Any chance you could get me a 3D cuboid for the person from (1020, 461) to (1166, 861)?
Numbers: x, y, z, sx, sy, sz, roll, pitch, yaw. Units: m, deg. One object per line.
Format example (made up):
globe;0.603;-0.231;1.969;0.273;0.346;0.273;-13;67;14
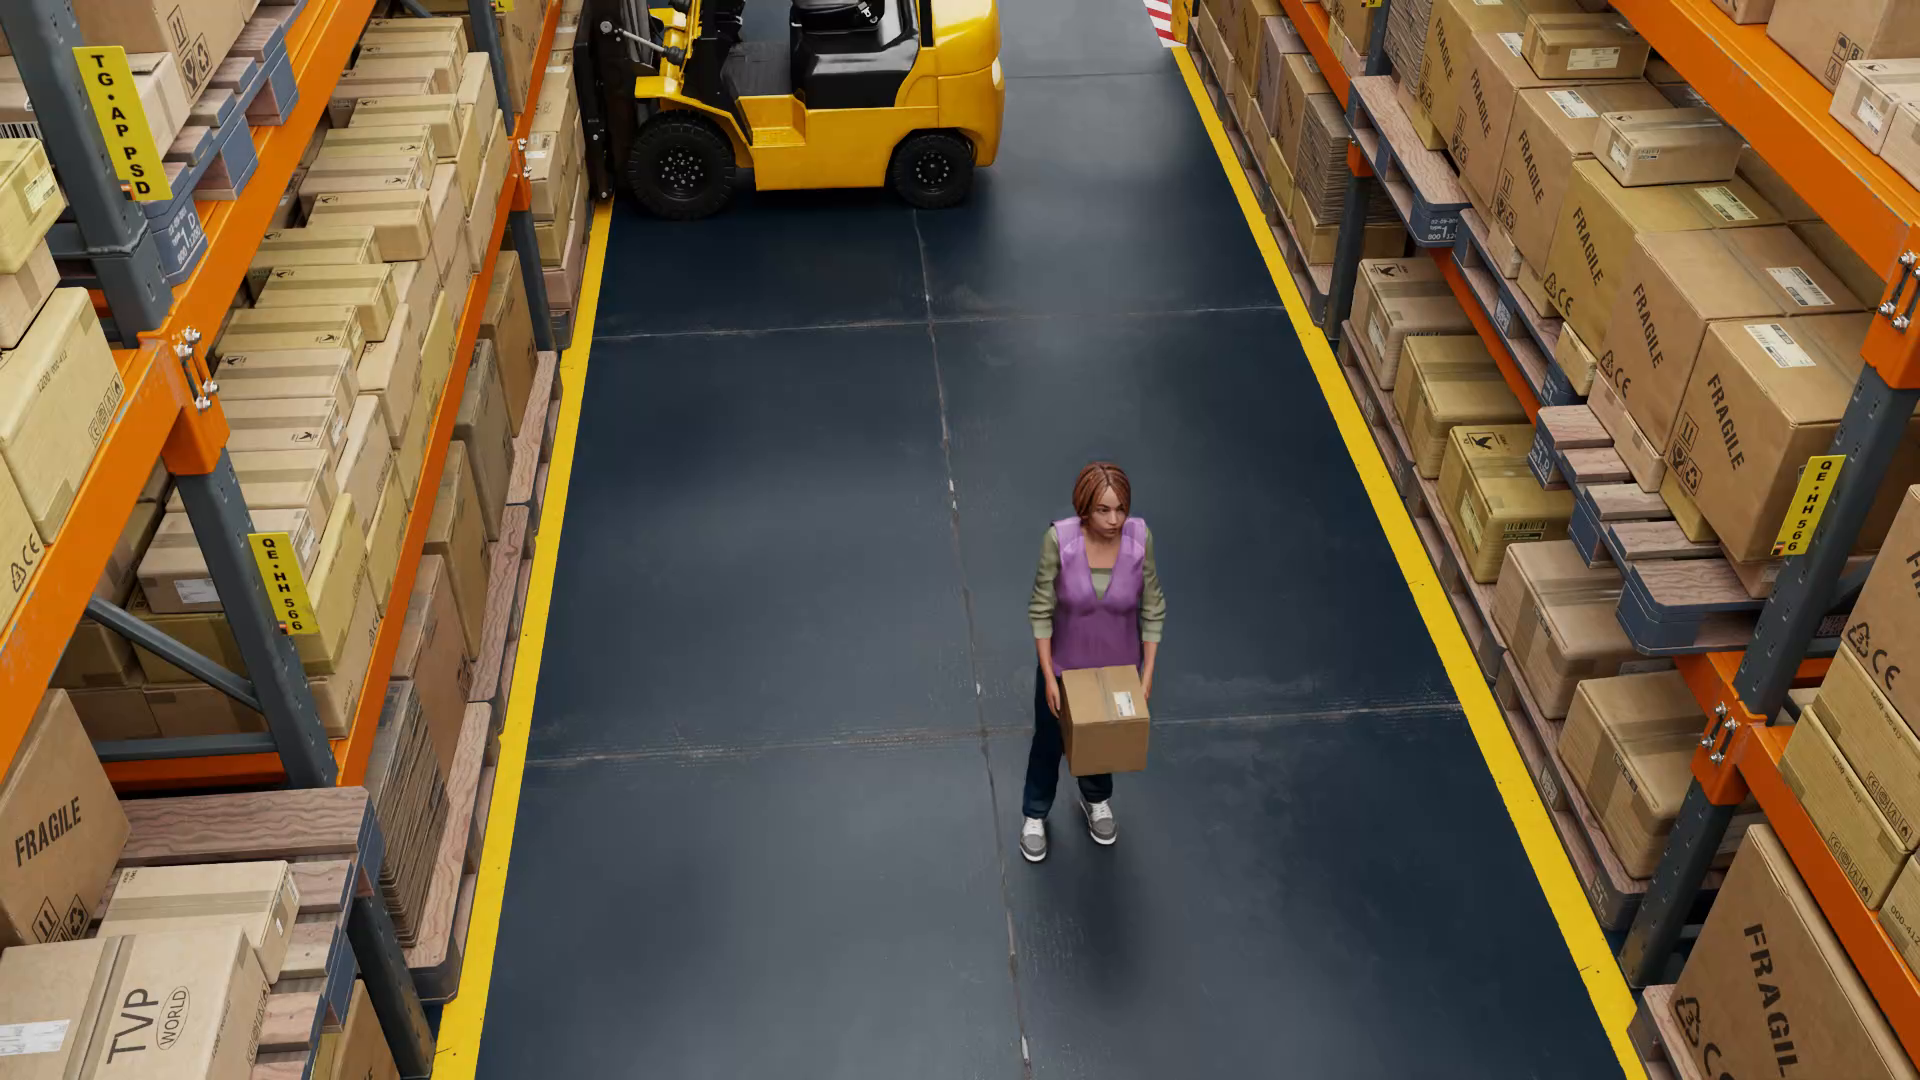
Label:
person;0.447;0.438;5.630;0.477;1.601;0.388;-3;40;-4
